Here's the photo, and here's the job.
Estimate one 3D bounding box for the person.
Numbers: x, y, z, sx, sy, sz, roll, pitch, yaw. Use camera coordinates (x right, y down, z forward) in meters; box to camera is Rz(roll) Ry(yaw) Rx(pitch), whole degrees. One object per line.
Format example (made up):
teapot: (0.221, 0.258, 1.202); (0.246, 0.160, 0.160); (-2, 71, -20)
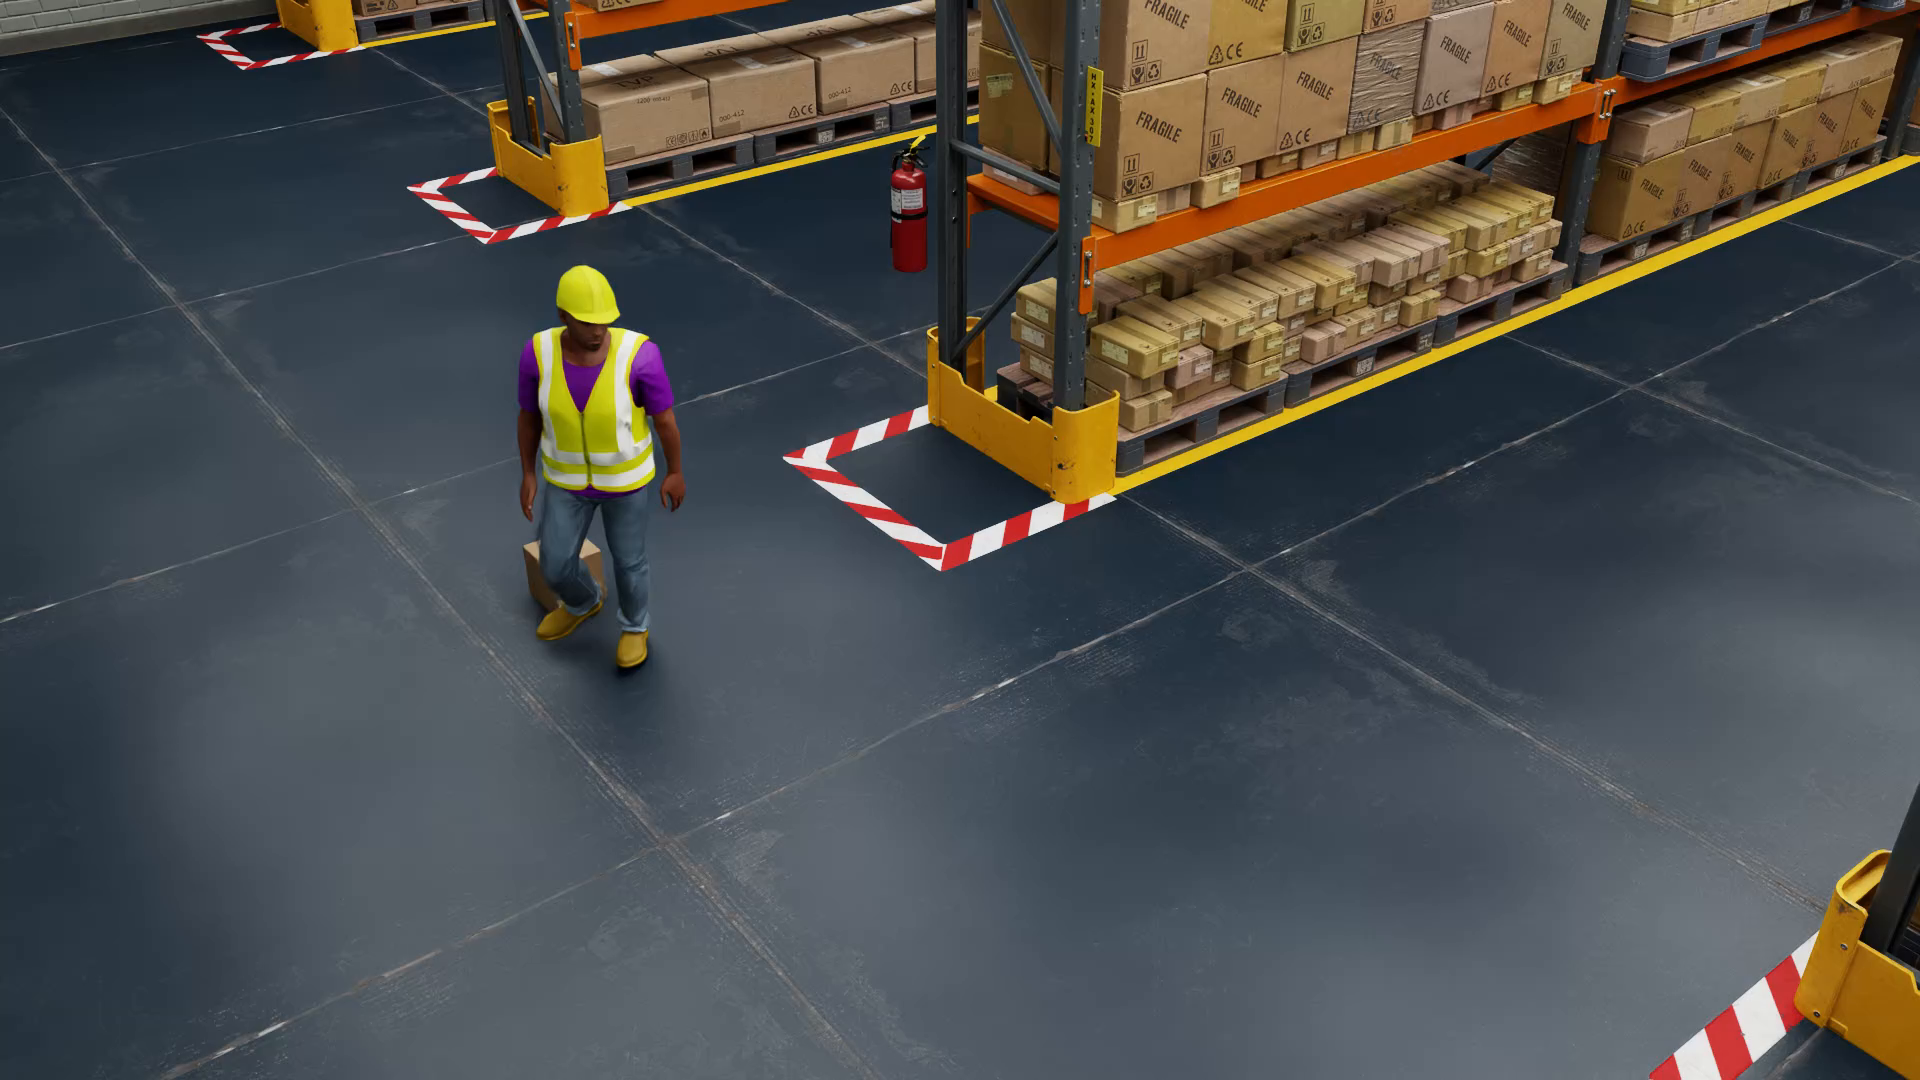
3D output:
person: (-1.431, -0.265, 6.494); (0.699, 1.758, 0.453); (0, 32, 0)
